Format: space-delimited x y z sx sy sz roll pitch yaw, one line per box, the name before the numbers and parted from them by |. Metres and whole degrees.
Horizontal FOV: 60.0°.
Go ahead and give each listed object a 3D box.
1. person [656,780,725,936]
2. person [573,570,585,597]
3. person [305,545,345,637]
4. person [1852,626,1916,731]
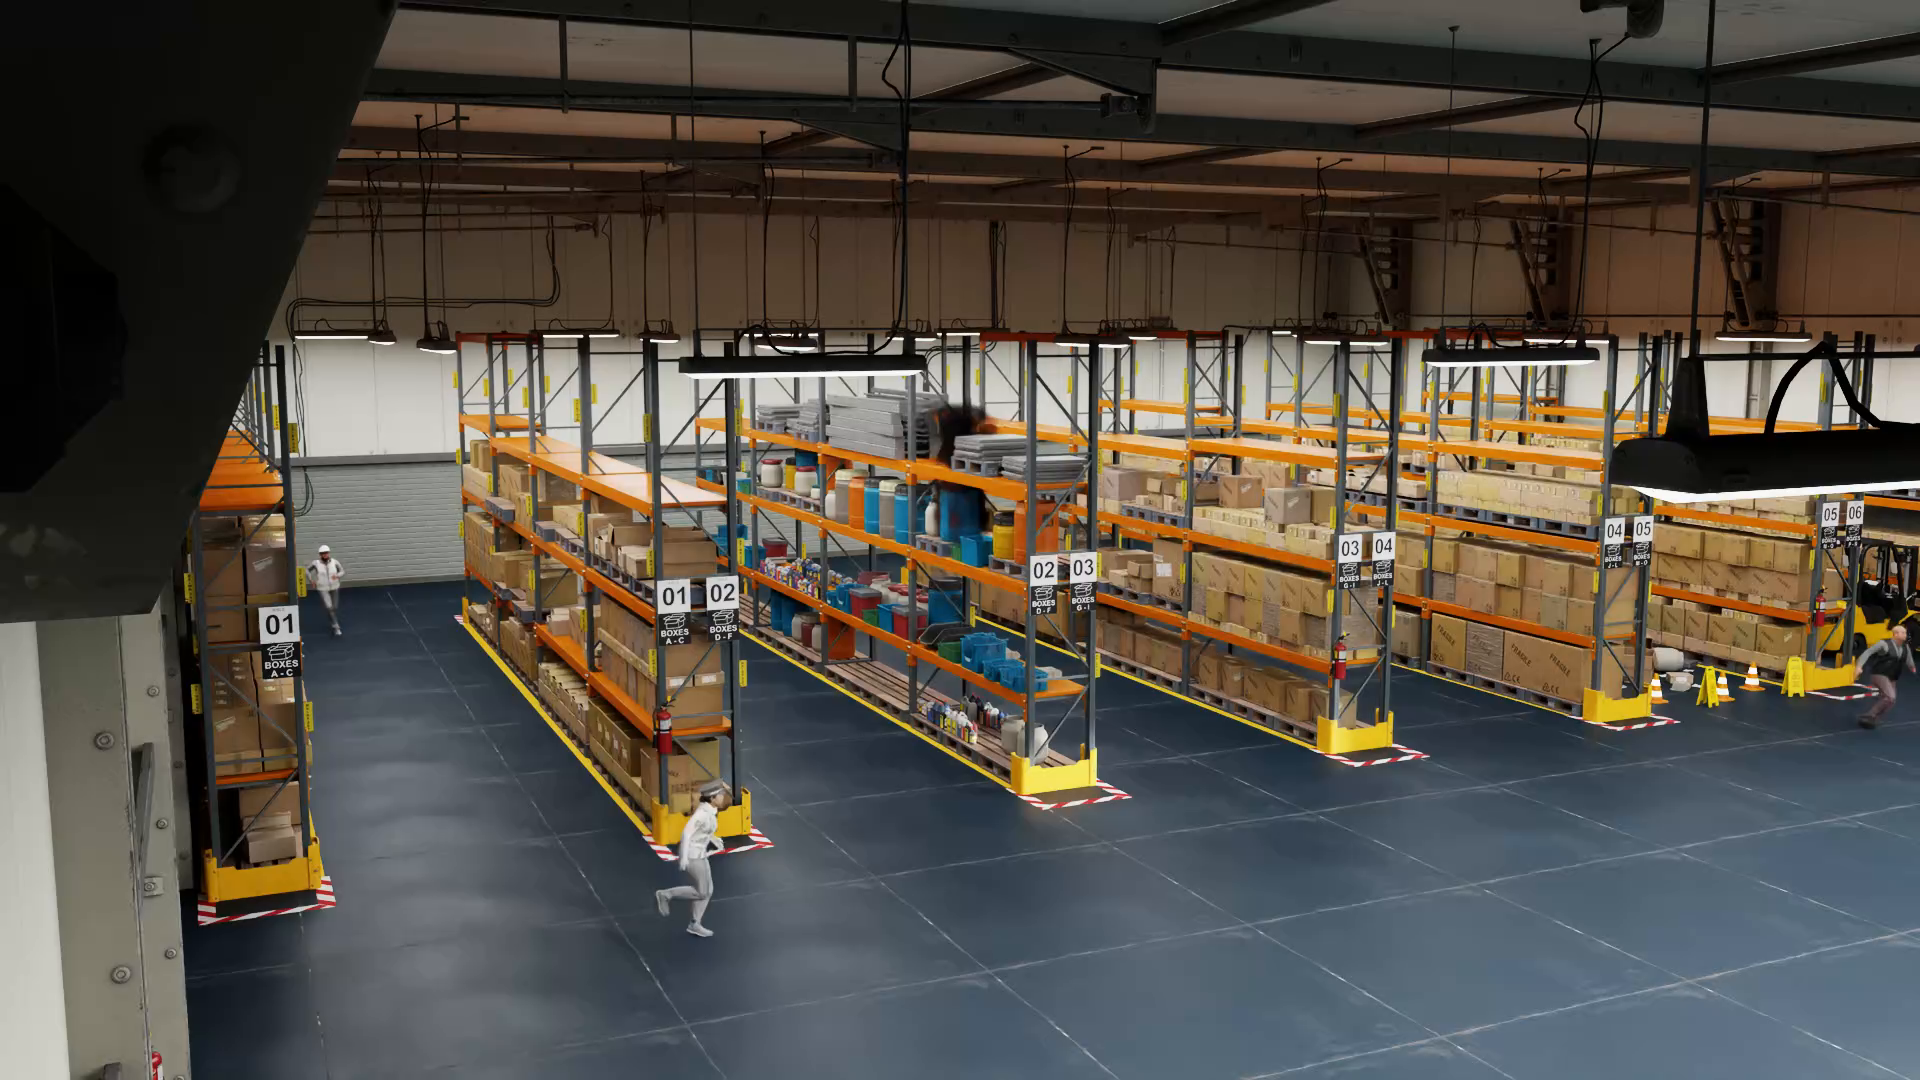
person | -2.764 3.266 17.076 0.727 1.625 0.620 0 8 -2
person | -8.042 0.746 35.066 0.674 1.740 0.572 -5 9 -34
person | -12.607 0.991 33.121 0.707 1.797 0.856 -6 10 -37
person | 14.224 2.122 25.448 0.835 1.634 0.673 -3 8 -24
